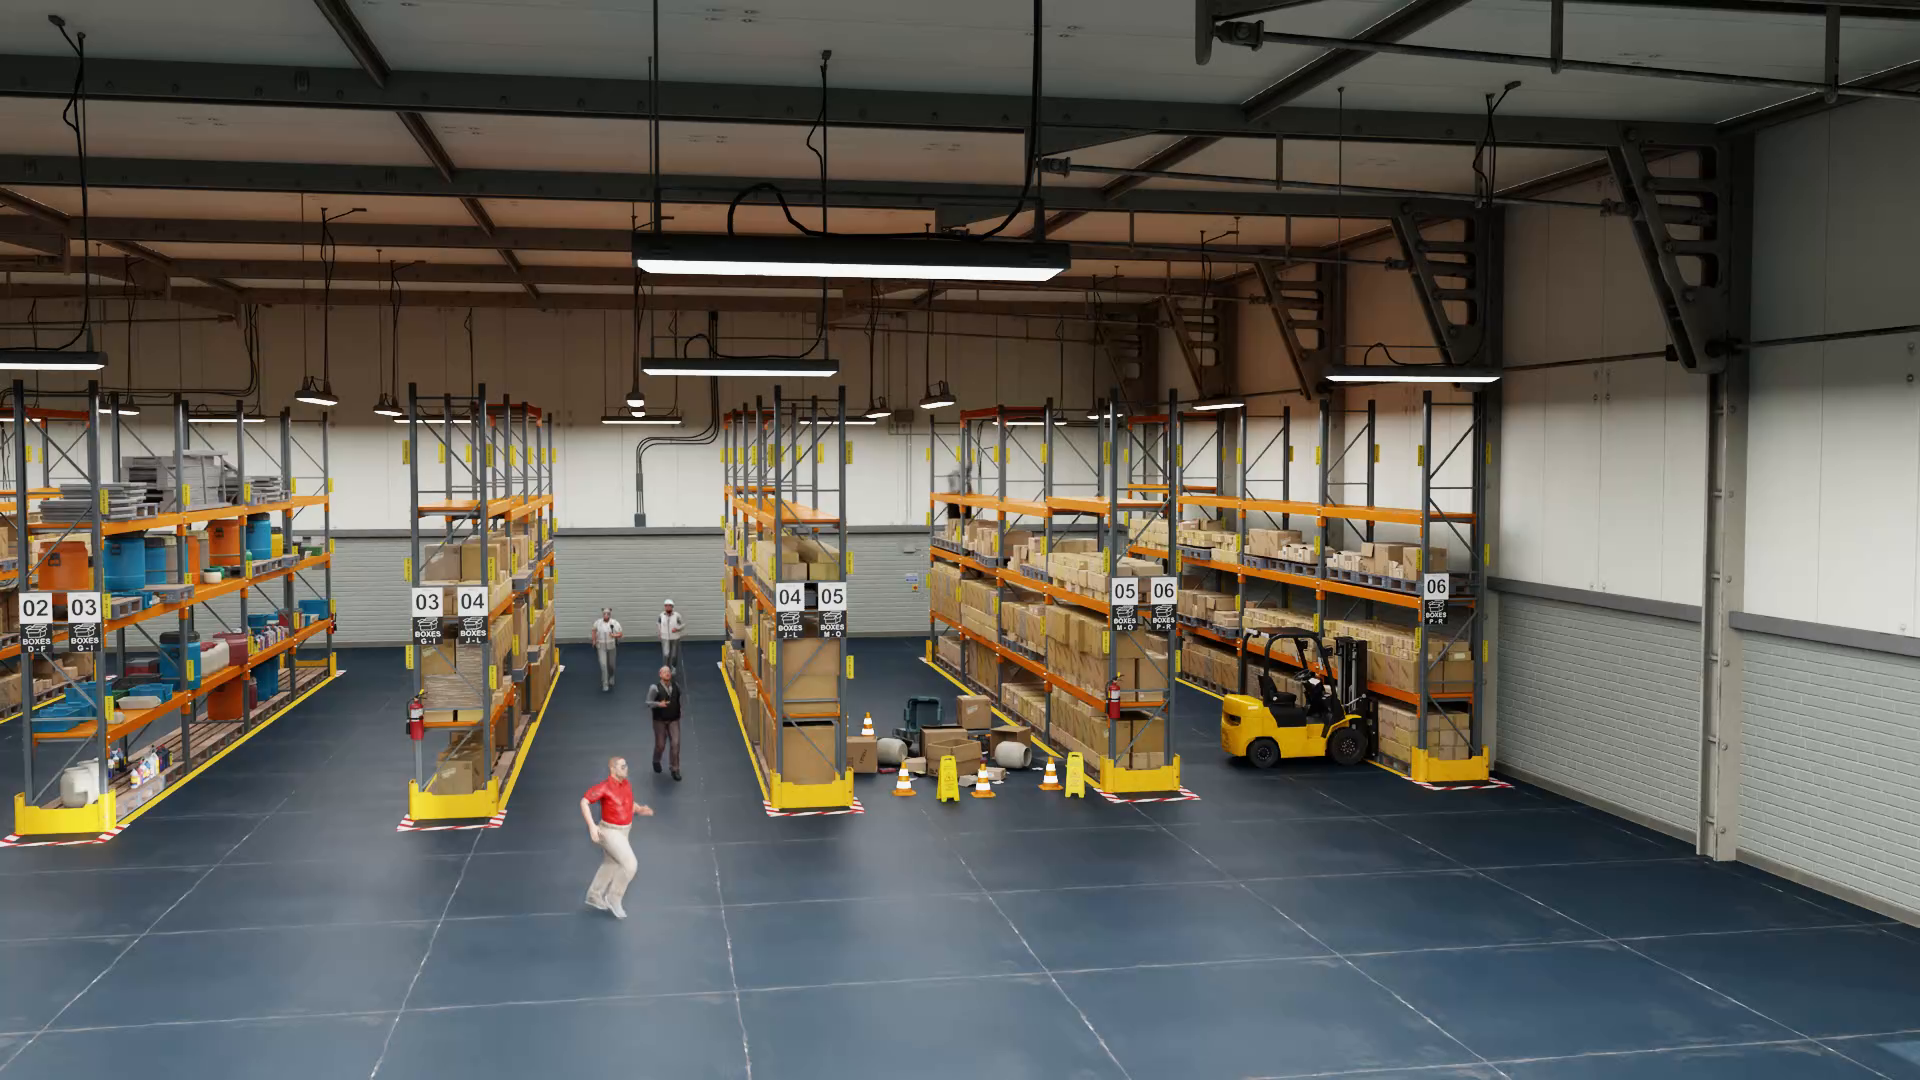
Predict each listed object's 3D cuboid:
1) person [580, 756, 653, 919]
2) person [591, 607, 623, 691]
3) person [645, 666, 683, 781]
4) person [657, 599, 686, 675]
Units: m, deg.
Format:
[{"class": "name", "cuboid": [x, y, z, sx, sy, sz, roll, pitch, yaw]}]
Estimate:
[{"class": "person", "cuboid": [-3.733, 3.236, 18.090, 0.826, 1.767, 0.627, 1, 3, 13]}, {"class": "person", "cuboid": [-7.533, 2.294, 35.489, 0.663, 1.763, 0.975, -1, 3, -11]}, {"class": "person", "cuboid": [-4.537, 2.805, 25.710, 0.661, 1.715, 0.906, -2, 3, -27]}, {"class": "person", "cuboid": [-6.470, 2.229, 37.286, 0.652, 1.820, 0.816, 0, 3, -3]}]
